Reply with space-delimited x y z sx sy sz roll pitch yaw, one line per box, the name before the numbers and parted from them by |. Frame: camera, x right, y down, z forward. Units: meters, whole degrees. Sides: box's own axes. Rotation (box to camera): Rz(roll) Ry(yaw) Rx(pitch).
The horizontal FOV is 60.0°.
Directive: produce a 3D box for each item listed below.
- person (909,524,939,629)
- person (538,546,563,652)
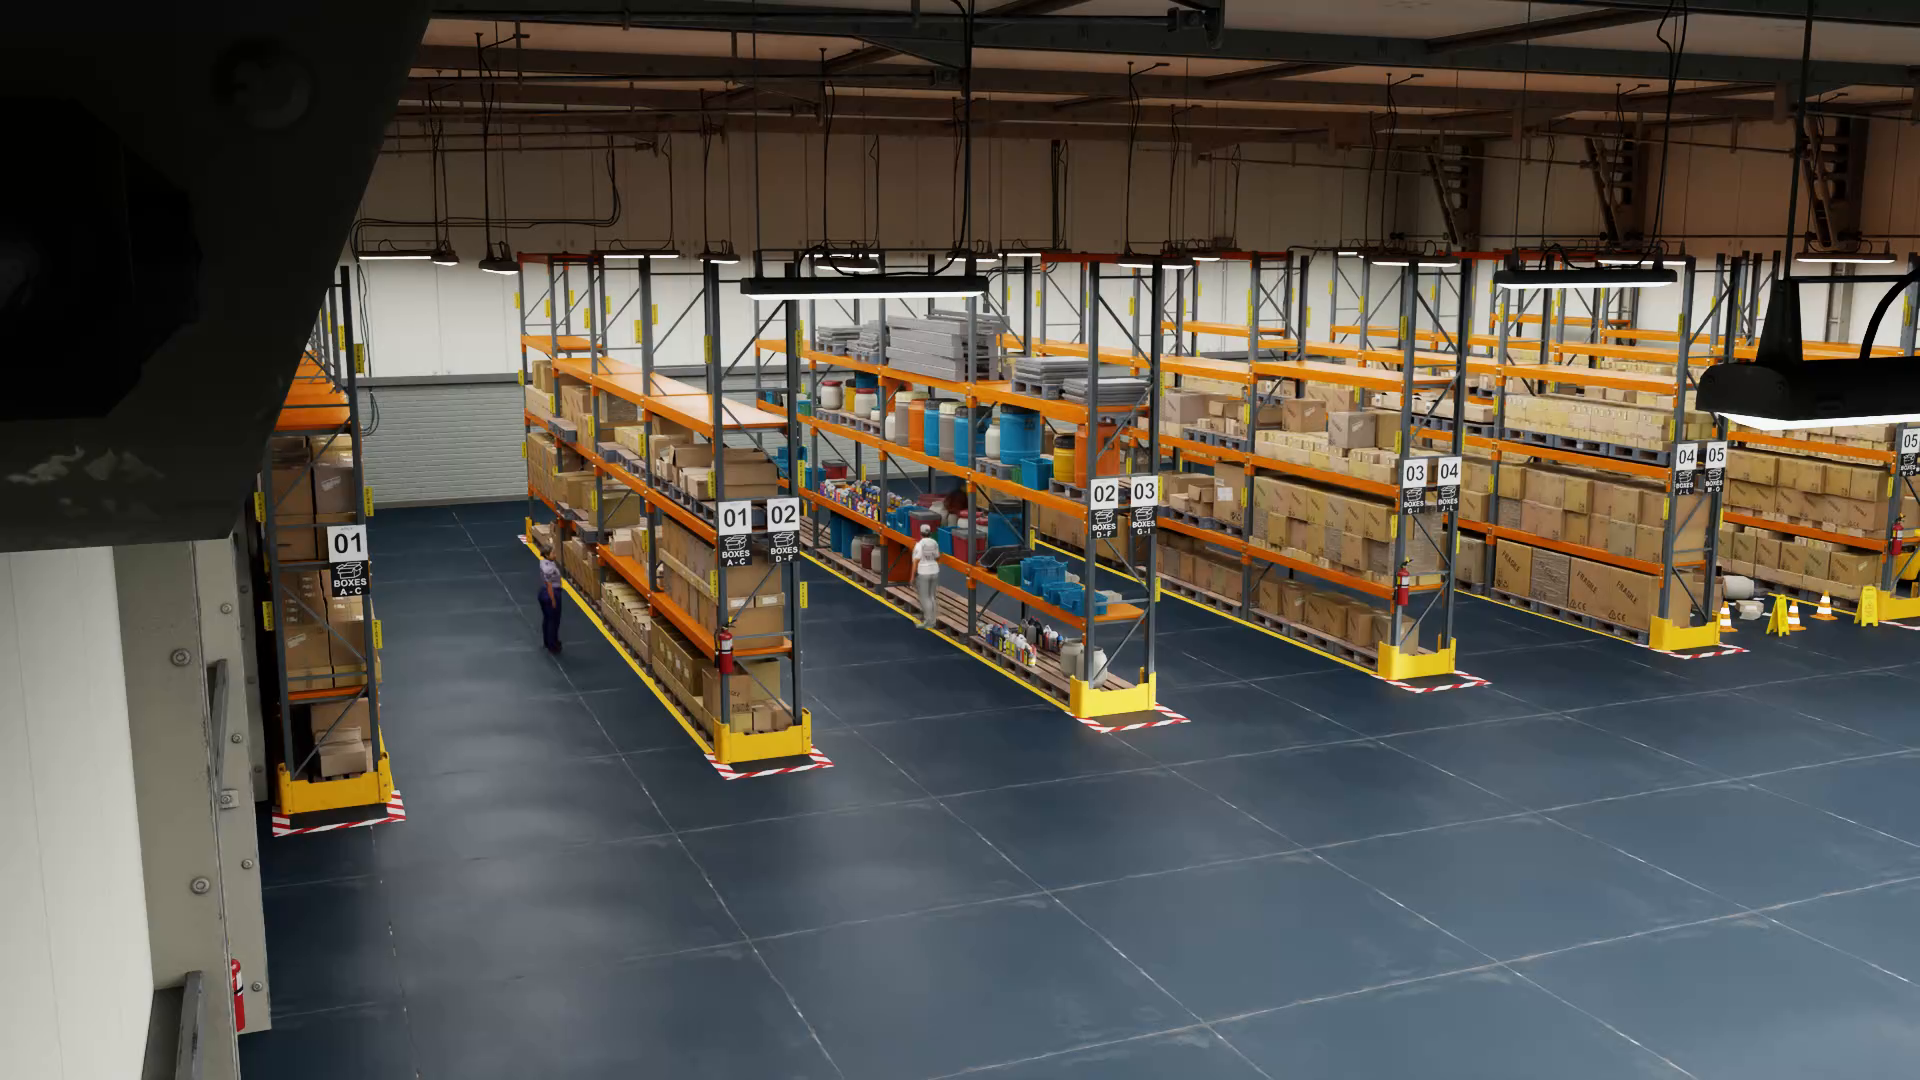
person | -0.579 0.595 26.494 0.432 1.688 0.569 8 13 38
person | -6.291 0.887 25.666 0.415 1.635 0.545 -7 13 -35
